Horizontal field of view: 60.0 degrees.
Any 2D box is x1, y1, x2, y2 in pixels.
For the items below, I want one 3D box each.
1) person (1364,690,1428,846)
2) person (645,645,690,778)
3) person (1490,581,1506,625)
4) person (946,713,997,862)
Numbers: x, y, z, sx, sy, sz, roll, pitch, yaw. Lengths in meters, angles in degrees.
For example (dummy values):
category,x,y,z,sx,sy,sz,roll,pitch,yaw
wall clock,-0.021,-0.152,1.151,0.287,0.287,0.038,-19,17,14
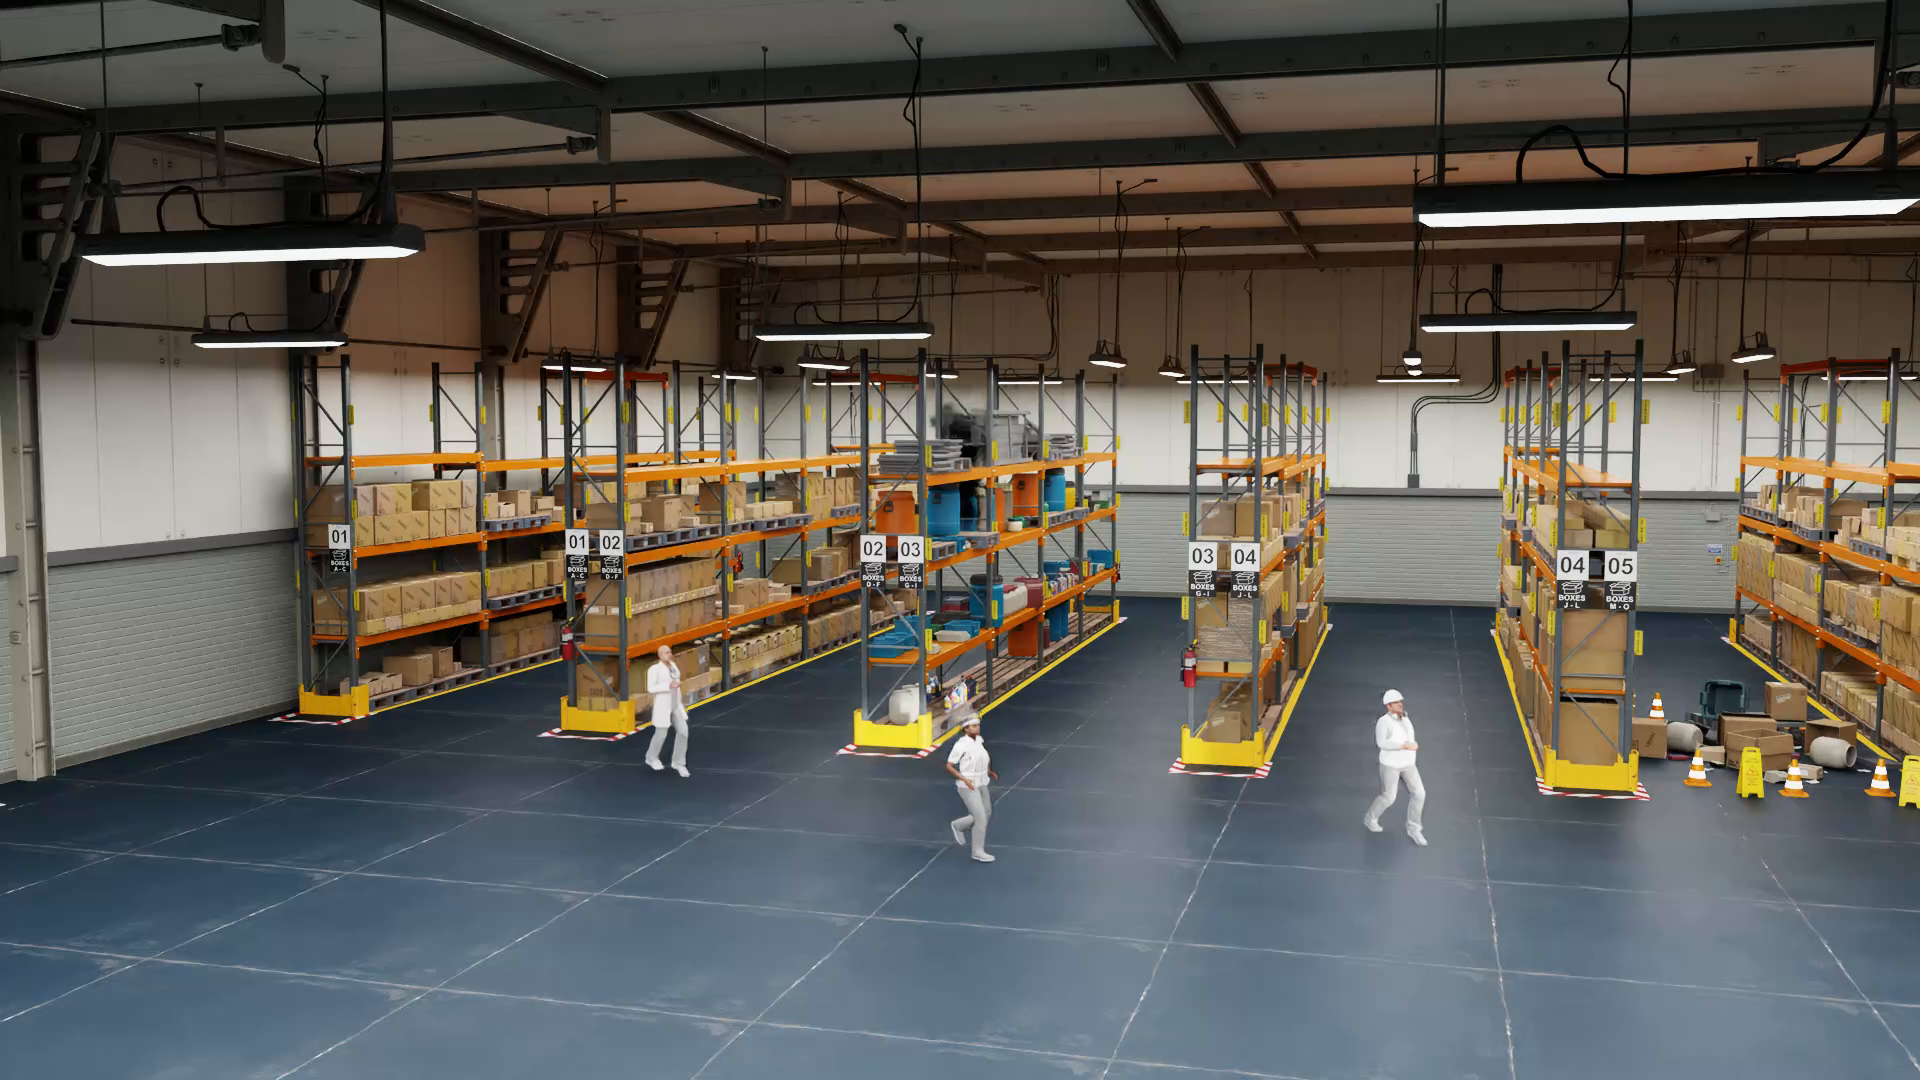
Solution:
category,x,y,z,sx,sy,sz,roll,pitch,yaw
person,5.158,2.666,19.614,0.661,1.809,0.822,-3,5,-31
person,-4.082,2.377,23.135,0.814,1.844,0.687,4,6,42
person,12.836,1.242,39.181,0.777,1.618,0.679,3,5,38
person,0.109,2.766,18.780,0.700,1.655,0.581,4,6,41
